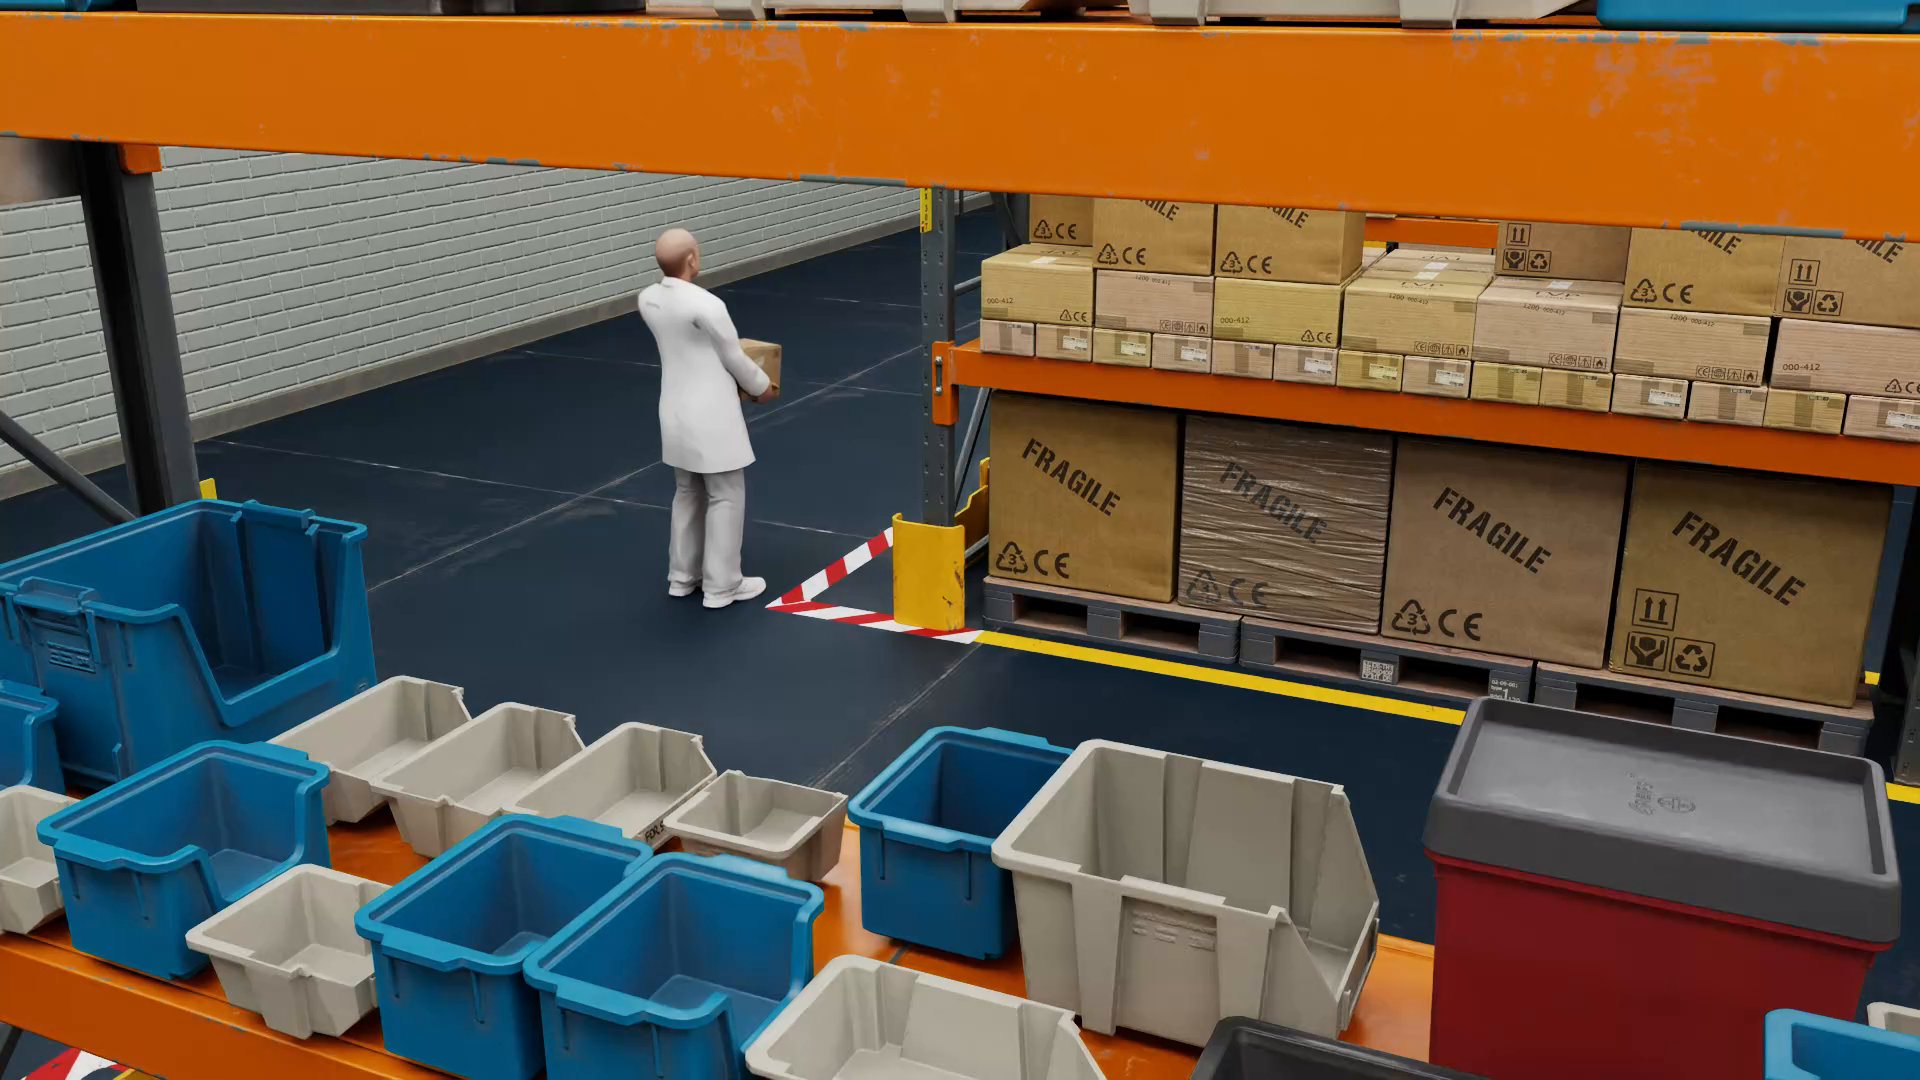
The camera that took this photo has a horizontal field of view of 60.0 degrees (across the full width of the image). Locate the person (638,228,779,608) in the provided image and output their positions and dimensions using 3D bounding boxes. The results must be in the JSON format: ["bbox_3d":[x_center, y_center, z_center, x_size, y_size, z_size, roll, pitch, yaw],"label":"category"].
[{"bbox_3d":[-1.153,-0.598,7.858,0.530,1.770,0.563,15,24,37],"label":"person"}]
